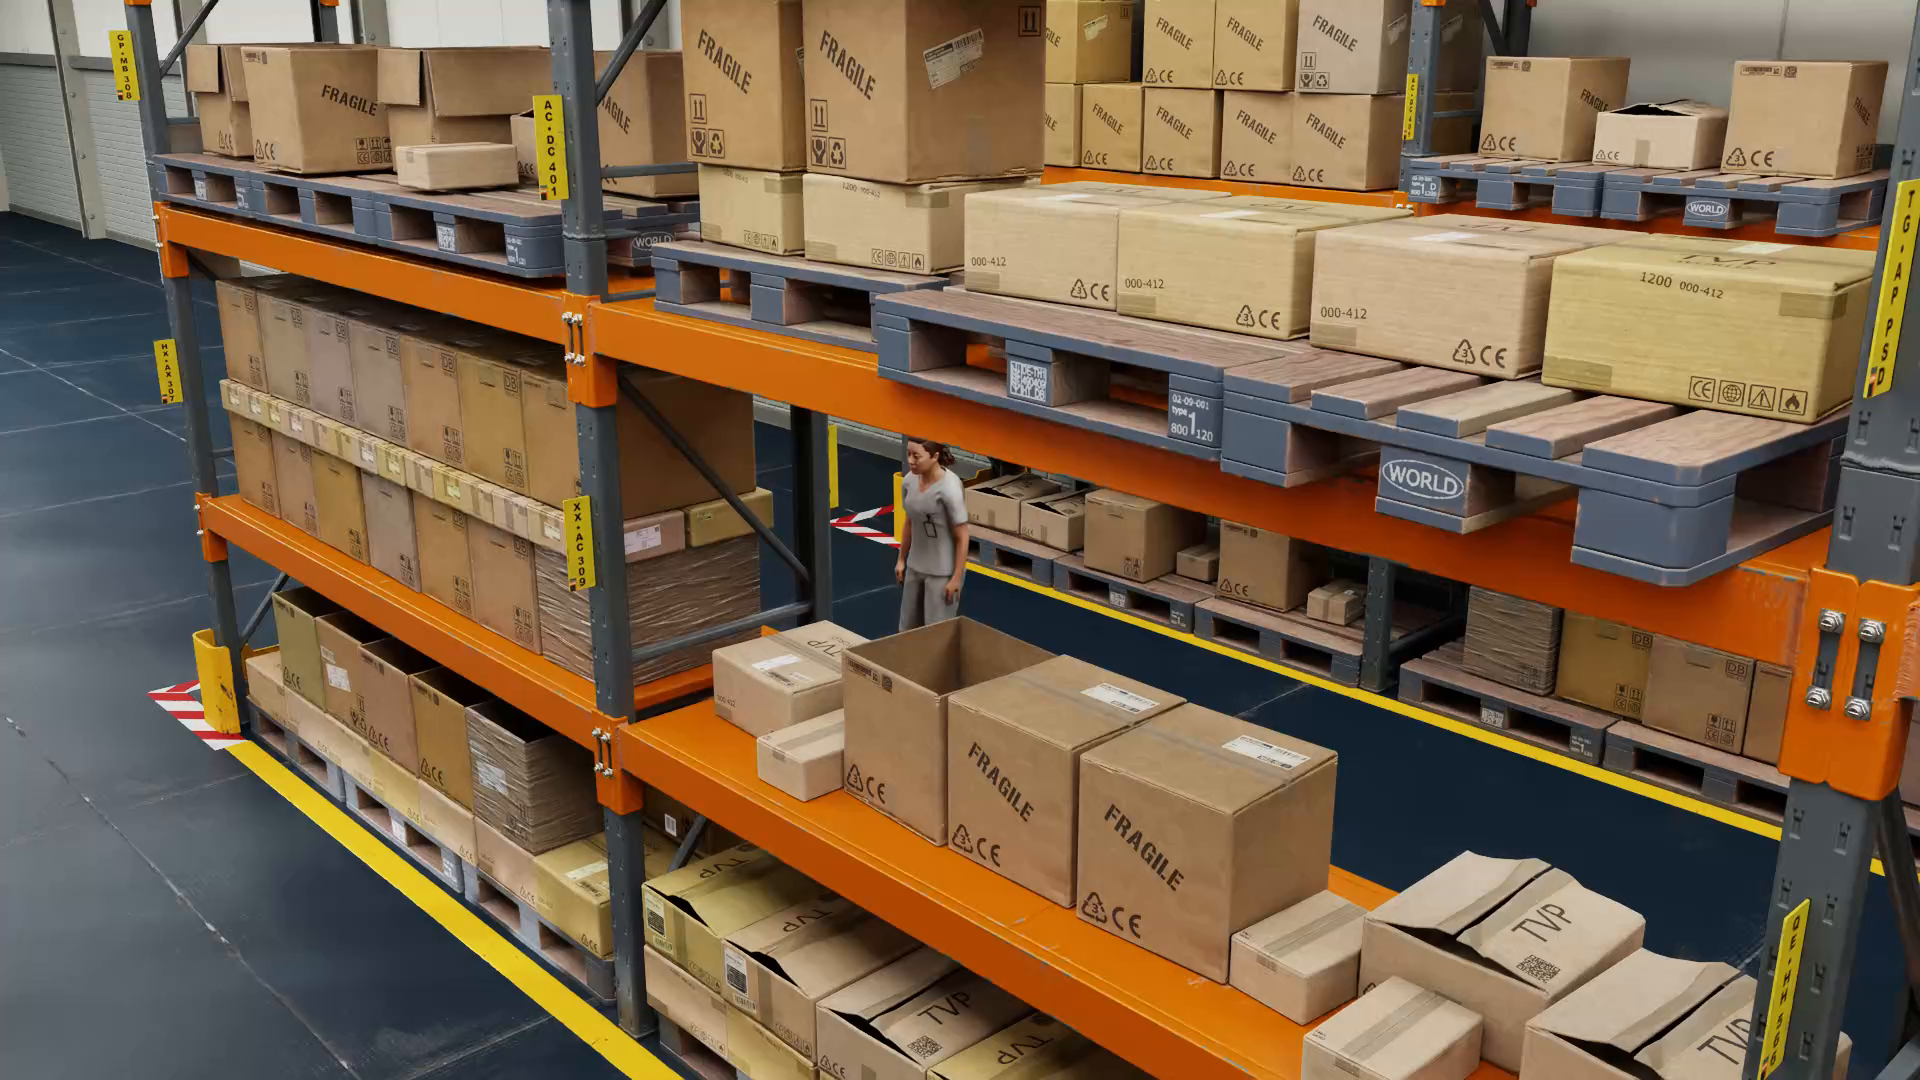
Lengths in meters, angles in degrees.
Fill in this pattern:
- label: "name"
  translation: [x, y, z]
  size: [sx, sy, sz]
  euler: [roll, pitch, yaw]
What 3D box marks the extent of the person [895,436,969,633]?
- label: "person"
  translation: [-0.174, 0.187, 8.952]
  size: [0.404, 1.673, 0.492]
  euler: [-16, 23, -41]
